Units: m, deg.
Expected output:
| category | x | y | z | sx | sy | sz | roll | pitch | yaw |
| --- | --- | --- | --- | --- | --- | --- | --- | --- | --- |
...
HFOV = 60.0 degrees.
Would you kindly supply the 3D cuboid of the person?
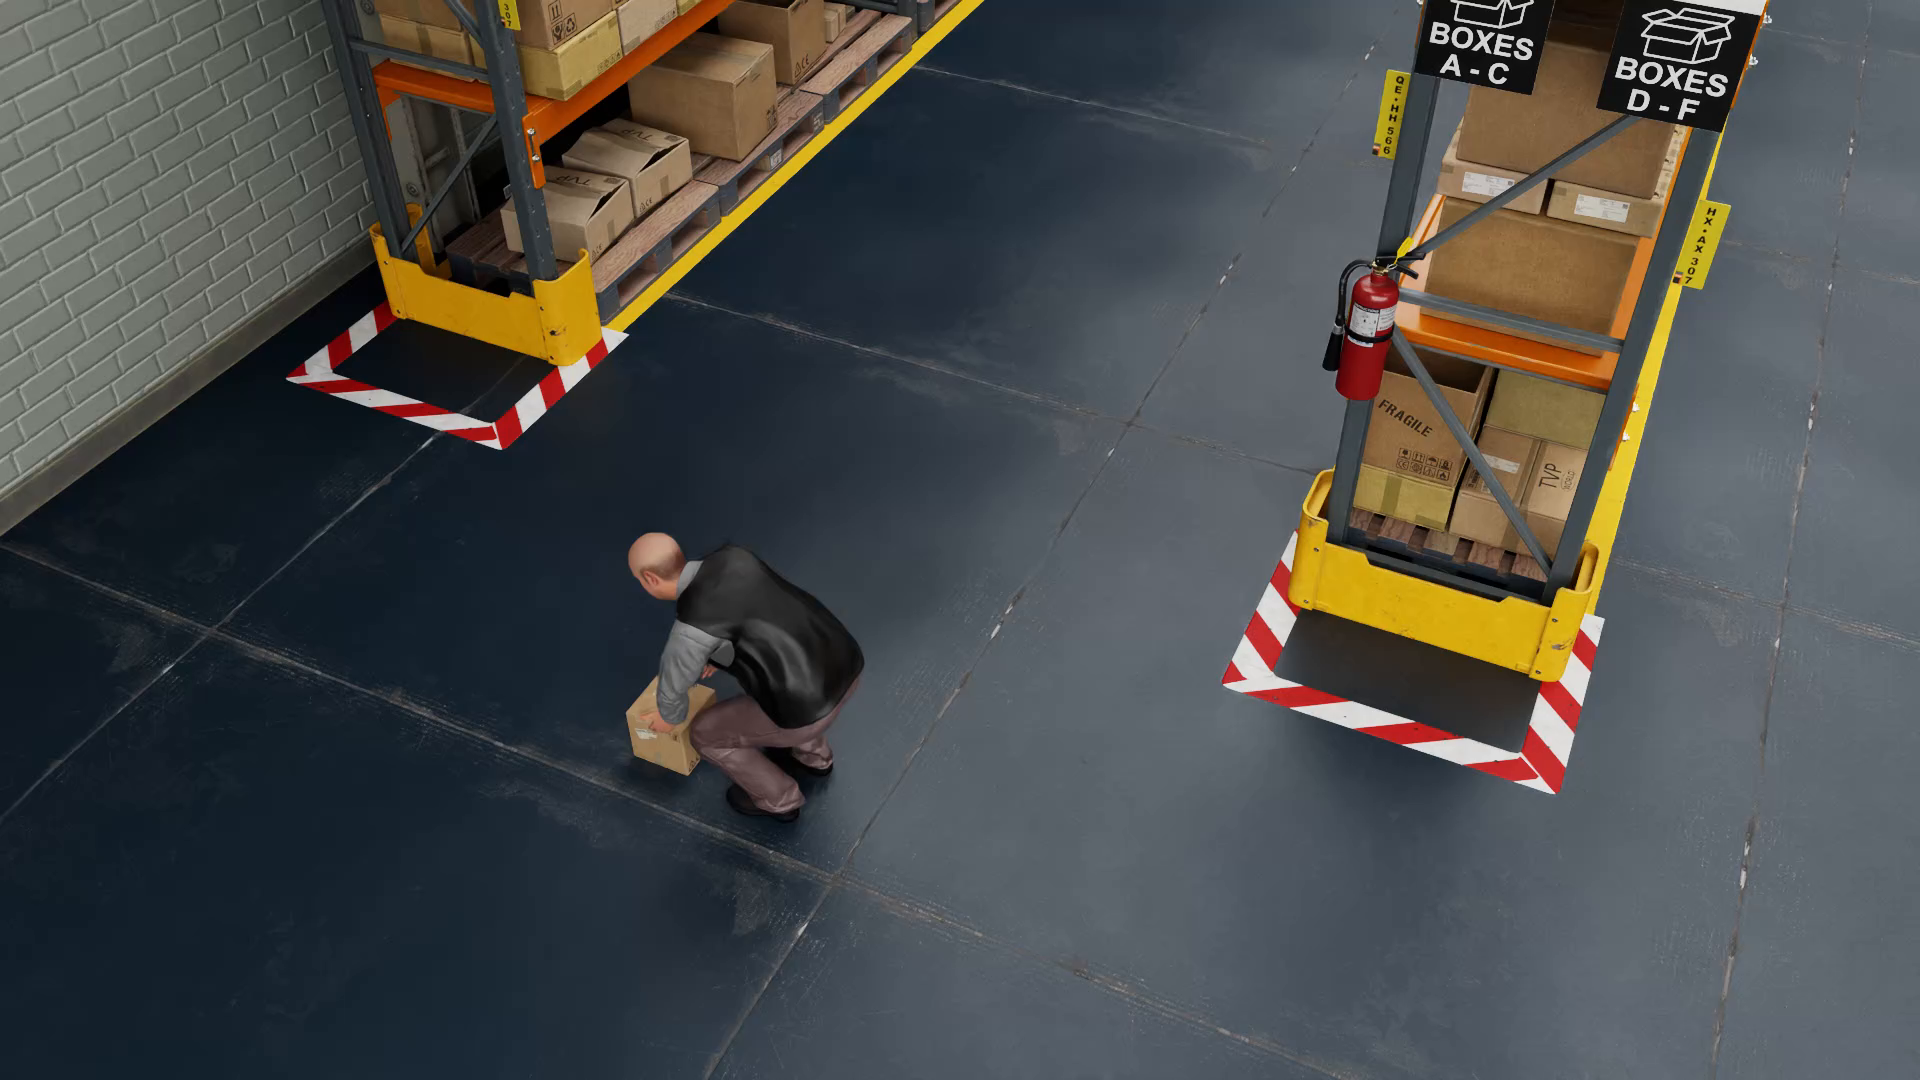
| category | x | y | z | sx | sy | sz | roll | pitch | yaw |
| --- | --- | --- | --- | --- | --- | --- | --- | --- | --- |
| person | -0.775 | 0.540 | 6.059 | 0.815 | 1.079 | 0.573 | 17 | 45 | 18 |
